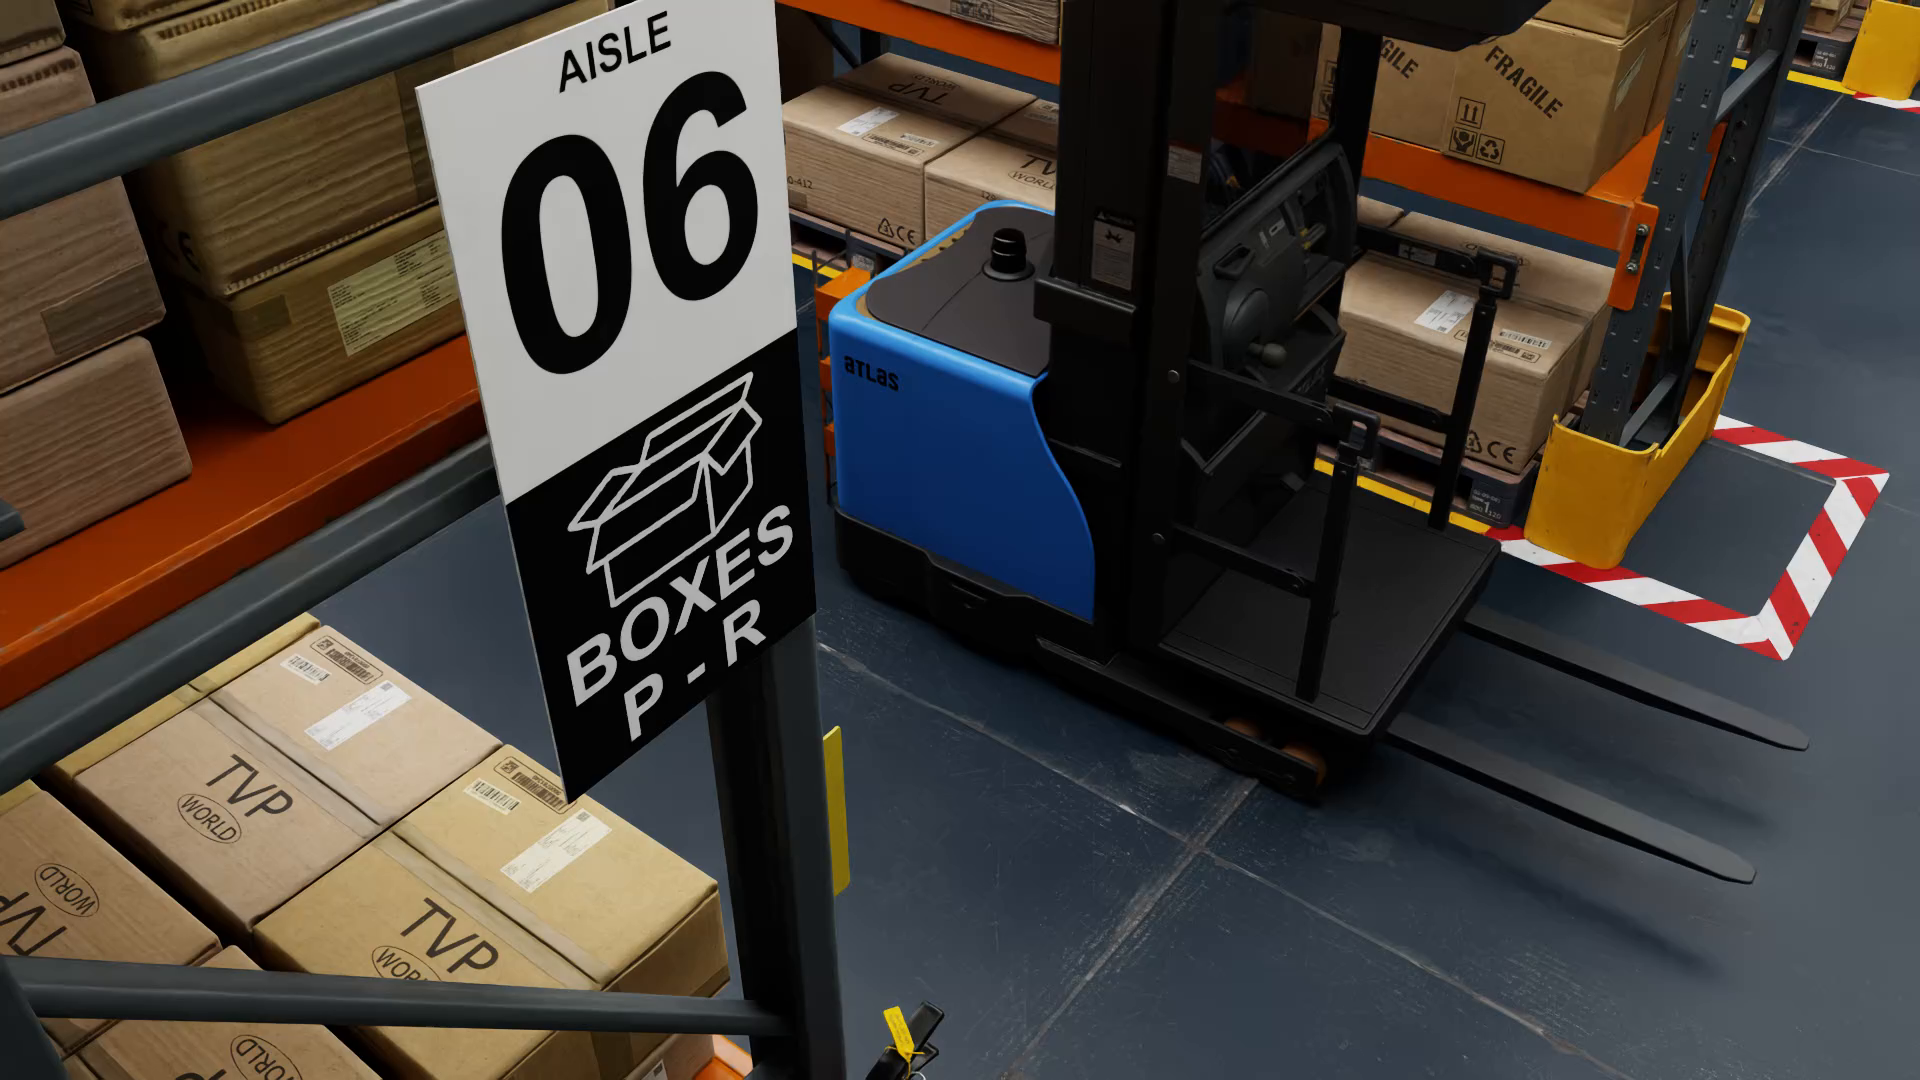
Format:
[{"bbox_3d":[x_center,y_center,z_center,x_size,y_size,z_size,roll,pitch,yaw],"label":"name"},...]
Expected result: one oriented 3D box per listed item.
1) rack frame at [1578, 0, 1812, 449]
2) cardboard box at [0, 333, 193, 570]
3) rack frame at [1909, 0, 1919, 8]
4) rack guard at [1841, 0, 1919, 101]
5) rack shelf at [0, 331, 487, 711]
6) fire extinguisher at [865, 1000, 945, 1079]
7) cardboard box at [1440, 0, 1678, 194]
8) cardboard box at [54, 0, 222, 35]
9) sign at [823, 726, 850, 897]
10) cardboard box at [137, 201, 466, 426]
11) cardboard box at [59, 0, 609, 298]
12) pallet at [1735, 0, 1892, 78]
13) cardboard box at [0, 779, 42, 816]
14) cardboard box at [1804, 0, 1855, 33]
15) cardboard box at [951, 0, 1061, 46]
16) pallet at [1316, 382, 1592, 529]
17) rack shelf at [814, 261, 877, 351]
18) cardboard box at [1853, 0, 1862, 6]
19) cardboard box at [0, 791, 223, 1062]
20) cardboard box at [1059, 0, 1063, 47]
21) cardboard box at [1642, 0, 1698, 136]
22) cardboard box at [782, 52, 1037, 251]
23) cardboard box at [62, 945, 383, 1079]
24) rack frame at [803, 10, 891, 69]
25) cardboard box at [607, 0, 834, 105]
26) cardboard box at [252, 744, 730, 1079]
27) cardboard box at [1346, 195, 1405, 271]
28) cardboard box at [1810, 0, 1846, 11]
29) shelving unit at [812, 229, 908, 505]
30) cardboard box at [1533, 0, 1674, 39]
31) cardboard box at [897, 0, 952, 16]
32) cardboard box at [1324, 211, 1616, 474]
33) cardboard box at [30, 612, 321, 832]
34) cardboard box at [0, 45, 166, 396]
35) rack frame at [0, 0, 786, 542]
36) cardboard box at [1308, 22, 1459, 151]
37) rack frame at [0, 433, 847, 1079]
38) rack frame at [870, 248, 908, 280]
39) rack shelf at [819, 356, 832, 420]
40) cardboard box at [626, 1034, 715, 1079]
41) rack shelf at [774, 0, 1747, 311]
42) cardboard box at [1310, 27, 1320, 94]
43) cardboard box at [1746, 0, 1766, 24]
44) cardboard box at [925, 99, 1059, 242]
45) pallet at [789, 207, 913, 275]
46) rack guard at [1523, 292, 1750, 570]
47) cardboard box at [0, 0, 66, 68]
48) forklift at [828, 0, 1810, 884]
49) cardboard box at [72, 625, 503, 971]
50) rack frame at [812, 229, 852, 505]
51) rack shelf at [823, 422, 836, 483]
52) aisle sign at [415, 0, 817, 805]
[{"bbox_3d":[2.487,-1.419,5.383,0.127,3.000,1.000,25,45,29],"label":"rack frame"},{"bbox_3d":[-0.920,-0.075,1.438,0.250,0.149,0.380,27,45,30],"label":"cardboard box"},{"bbox_3d":[5.414,-3.880,8.527,0.127,3.000,1.000,25,45,29],"label":"rack frame"},{"bbox_3d":[5.354,-2.925,9.334,0.348,0.500,1.175,25,45,29],"label":"rack guard"},{"bbox_3d":[-2.114,-0.634,2.530,4.000,0.370,1.077,25,45,29],"label":"rack shelf"},{"bbox_3d":[-0.128,1.019,2.634,0.183,0.674,0.296,25,45,29],"label":"fire extinguisher"},{"bbox_3d":[1.943,-1.509,5.417,0.500,0.500,0.500,26,45,29],"label":"cardboard box"},{"bbox_3d":[-0.725,-0.712,1.522,0.500,0.250,0.500,25,44,28],"label":"cardboard box"},{"bbox_3d":[-0.196,0.407,2.349,0.005,0.325,0.100,25,45,29],"label":"sign"},{"bbox_3d":[-0.637,-0.302,1.727,0.250,0.149,0.380,26,45,29],"label":"cardboard box"},{"bbox_3d":[-0.712,-0.526,1.690,0.500,0.250,0.500,25,44,28],"label":"cardboard box"},{"bbox_3d":[4.730,-3.132,9.834,1.213,0.211,1.003,25,45,29],"label":"pallet"},{"bbox_3d":[-1.851,0.531,2.772,0.500,0.250,0.500,27,45,30],"label":"cardboard box"},{"bbox_3d":[4.870,-3.018,9.398,0.250,0.149,0.380,26,45,29],"label":"cardboard box"},{"bbox_3d":[0.312,-2.272,6.392,0.500,0.500,0.500,26,45,29],"label":"cardboard box"},{"bbox_3d":[1.805,-0.582,6.576,1.213,0.211,1.003,25,45,29],"label":"pallet"},{"bbox_3d":[-0.333,-0.766,5.687,0.240,0.259,0.215,23,44,27],"label":"rack shelf"},{"bbox_3d":[5.193,-3.276,9.727,0.250,0.149,0.380,26,45,29],"label":"cardboard box"},{"bbox_3d":[-1.461,0.719,2.533,0.500,0.250,0.500,25,45,29],"label":"cardboard box"},{"bbox_3d":[0.721,-2.079,6.145,0.500,0.500,0.500,27,45,30],"label":"cardboard box"},{"bbox_3d":[2.281,-1.778,5.761,0.500,0.500,0.500,25,44,28],"label":"cardboard box"},{"bbox_3d":[-0.256,-1.785,7.589,0.875,0.438,0.875,25,44,28],"label":"cardboard box"},{"bbox_3d":[-1.052,0.913,2.285,0.500,0.250,0.500,27,45,30],"label":"cardboard box"},{"bbox_3d":[-0.690,-2.917,7.296,0.127,3.000,1.000,25,45,29],"label":"rack frame"},{"bbox_3d":[-1.231,-2.438,8.068,0.875,0.875,0.875,27,45,30],"label":"cardboard box"},{"bbox_3d":[-0.722,0.653,2.617,0.500,0.250,0.500,25,45,29],"label":"cardboard box"},{"bbox_3d":[1.170,-1.112,6.729,0.875,0.438,0.875,27,45,30],"label":"cardboard box"},{"bbox_3d":[4.822,-3.098,9.259,0.250,0.149,0.380,24,44,27],"label":"cardboard box"},{"bbox_3d":[-0.333,-0.550,5.855,0.252,1.050,0.215,23,44,27],"label":"shelving unit"},{"bbox_3d":[1.960,-1.916,5.125,0.500,0.500,0.500,27,45,30],"label":"cardboard box"},{"bbox_3d":[-0.079,-2.462,6.634,0.500,0.500,0.500,26,45,29],"label":"cardboard box"},{"bbox_3d":[1.902,-0.773,6.296,0.875,0.438,0.875,24,44,27],"label":"cardboard box"},{"bbox_3d":[-1.527,0.276,3.098,0.500,0.250,0.500,24,44,28],"label":"cardboard box"},{"bbox_3d":[-1.044,-0.259,1.349,0.500,0.250,0.500,24,44,28],"label":"cardboard box"},{"bbox_3d":[-0.525,-1.349,0.427,0.127,3.000,1.000,25,45,29],"label":"rack frame"},{"bbox_3d":[1.554,-1.704,5.667,0.500,0.500,0.500,24,44,28],"label":"cardboard box"},{"bbox_3d":[-0.525,1.013,2.277,0.127,3.000,1.000,25,45,29],"label":"rack frame"},{"bbox_3d":[-0.233,-0.508,5.801,0.008,1.050,0.200,23,44,27],"label":"rack frame"},{"bbox_3d":[-0.333,-0.542,5.862,0.240,0.259,0.215,23,44,27],"label":"rack shelf"},{"bbox_3d":[-0.620,0.855,2.683,0.250,0.149,0.380,25,44,28],"label":"cardboard box"},{"bbox_3d":[0.899,-1.884,6.561,4.000,0.370,1.077,25,45,29],"label":"rack shelf"},{"bbox_3d":[1.139,-1.892,5.906,0.500,0.500,0.500,27,45,30],"label":"cardboard box"},{"bbox_3d":[4.604,-3.065,9.457,0.250,0.149,0.380,27,45,30],"label":"cardboard box"},{"bbox_3d":[0.455,-1.451,7.161,0.875,0.438,0.875,24,44,27],"label":"cardboard box"},{"bbox_3d":[-0.133,-1.496,7.743,1.213,0.211,1.003,25,45,29],"label":"pallet"},{"bbox_3d":[2.506,-0.425,6.142,0.348,0.500,1.175,25,45,29],"label":"rack guard"},{"bbox_3d":[-1.048,-0.452,1.190,0.500,0.250,0.500,24,44,27],"label":"cardboard box"},{"bbox_3d":[1.071,-0.757,4.593,3.031,2.935,1.130,23,44,27],"label":"forklift"},{"bbox_3d":[-1.123,0.465,2.858,0.500,0.250,0.500,26,45,29],"label":"cardboard box"},{"bbox_3d":[-0.433,-0.593,5.910,0.008,1.050,0.200,23,44,27],"label":"rack frame"},{"bbox_3d":[-0.333,-0.323,6.033,0.240,0.259,0.215,23,44,27],"label":"rack shelf"},{"bbox_3d":[-0.293,-0.129,1.626,0.004,0.787,0.394,25,45,29],"label":"aisle sign"}]
